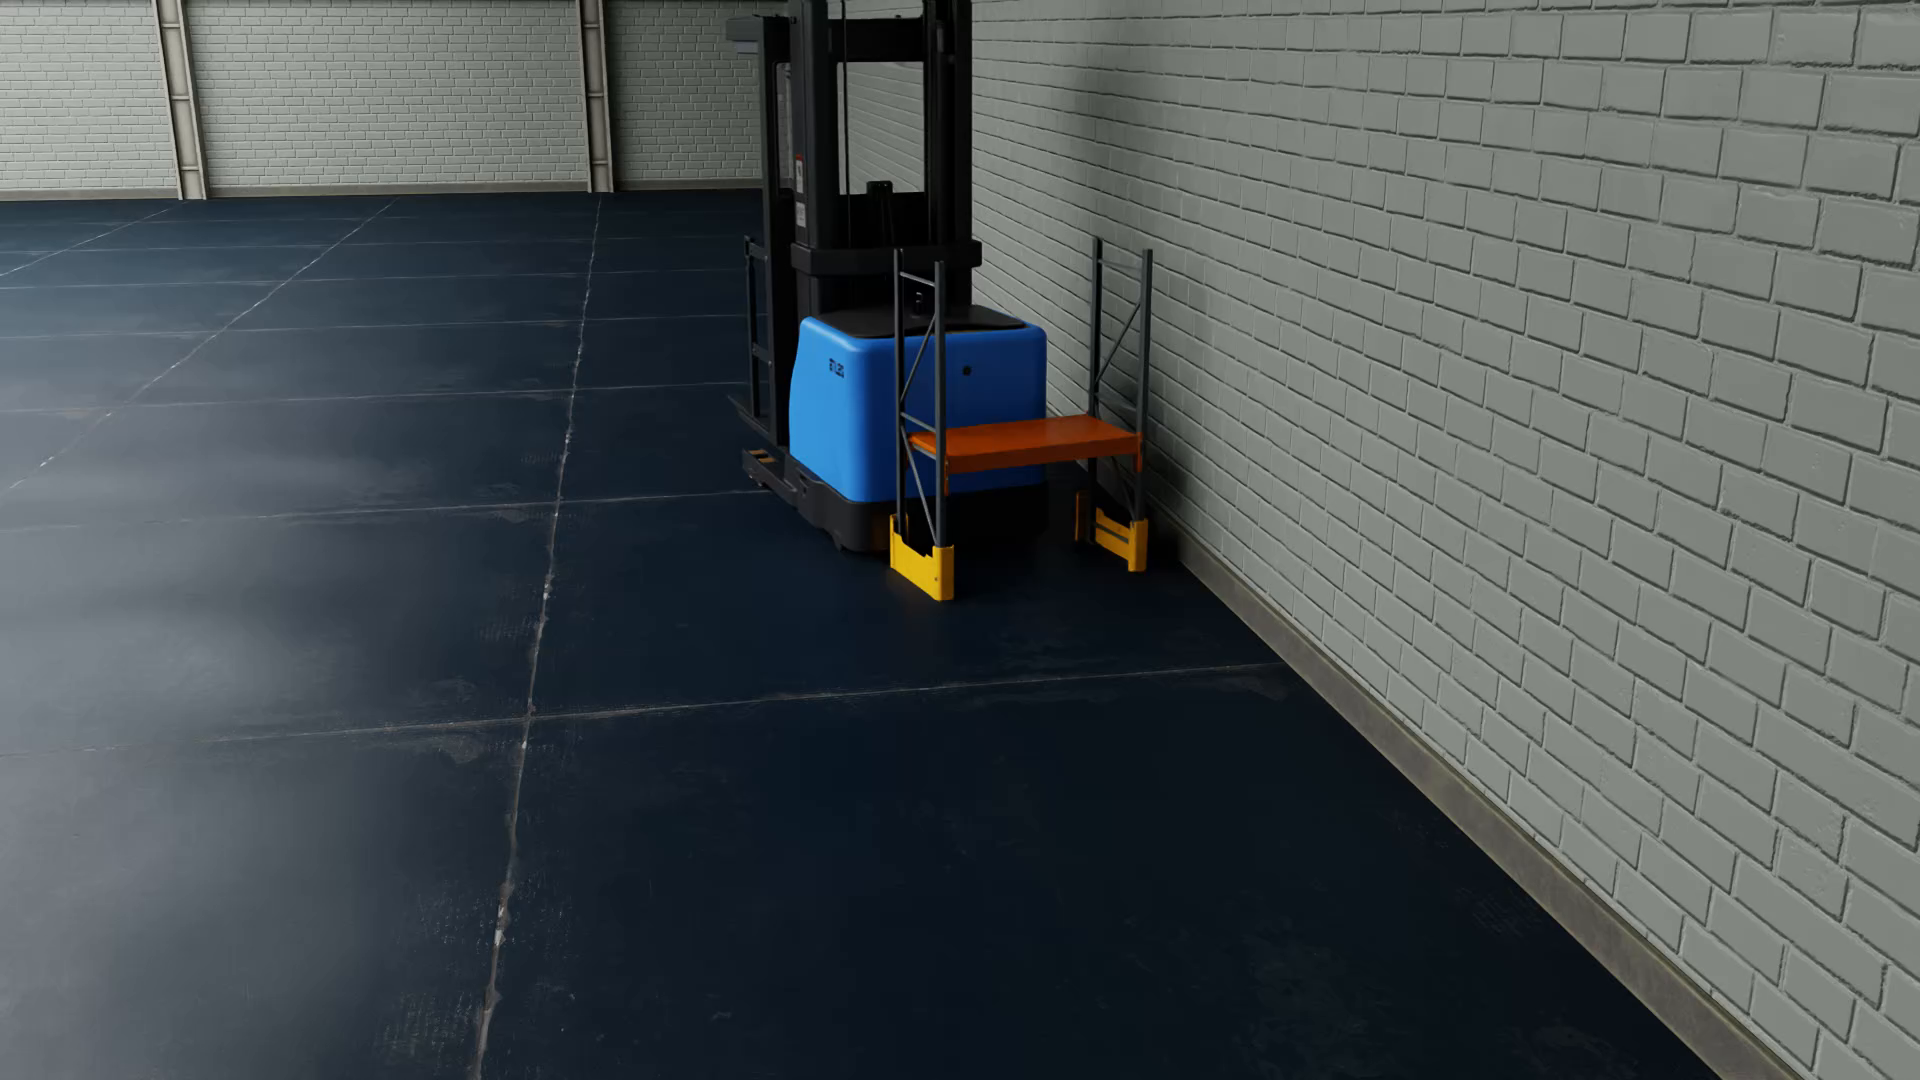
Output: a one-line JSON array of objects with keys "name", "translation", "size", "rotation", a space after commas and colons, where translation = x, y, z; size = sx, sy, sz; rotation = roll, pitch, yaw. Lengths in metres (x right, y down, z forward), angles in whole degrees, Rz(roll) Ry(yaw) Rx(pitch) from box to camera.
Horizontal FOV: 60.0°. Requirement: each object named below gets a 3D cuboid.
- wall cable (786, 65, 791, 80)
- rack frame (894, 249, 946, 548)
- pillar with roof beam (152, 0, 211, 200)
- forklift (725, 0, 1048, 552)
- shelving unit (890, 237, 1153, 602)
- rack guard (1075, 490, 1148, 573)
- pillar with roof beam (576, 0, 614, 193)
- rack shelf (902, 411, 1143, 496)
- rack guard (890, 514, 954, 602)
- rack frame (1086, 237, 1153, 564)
[{"name": "wall cable", "translation": [-2.504, -8.086, 24.600], "size": [0.112, 2.526, 3.097], "rotation": [-3, 17, -10]}, {"name": "rack frame", "translation": [-0.180, -0.522, 7.457], "size": [0.032, 1.500, 0.500], "rotation": [-8, 19, -23]}, {"name": "pillar with roof beam", "translation": [-10.721, -8.212, 19.722], "size": [0.400, 9.000, 9.100], "rotation": [-3, 17, -10]}, {"name": "forklift", "translation": [-0.589, -1.735, 8.969], "size": [1.130, 2.935, 3.031], "rotation": [-7, 18, -21]}, {"name": "shelving unit", "translation": [0.274, -0.583, 7.655], "size": [1.083, 1.500, 0.587], "rotation": [-8, 19, -23]}, {"name": "rack guard", "translation": [0.727, -0.046, 8.037], "size": [0.087, 0.250, 0.587], "rotation": [-8, 19, -23]}, {"name": "pillar with roof beam", "translation": [-4.830, -8.546, 20.810], "size": [0.400, 9.000, 9.100], "rotation": [-3, 17, -10]}, {"name": "rack shelf", "translation": [0.283, -0.412, 7.712], "size": [1.000, 0.185, 0.538], "rotation": [-8, 19, -23]}, {"name": "rack guard", "translation": [-0.178, 0.075, 7.641], "size": [0.087, 0.250, 0.587], "rotation": [-8, 19, -23]}, {"name": "rack frame", "translation": [0.745, -0.646, 7.861], "size": [0.032, 1.500, 0.500], "rotation": [-8, 19, -23]}]
